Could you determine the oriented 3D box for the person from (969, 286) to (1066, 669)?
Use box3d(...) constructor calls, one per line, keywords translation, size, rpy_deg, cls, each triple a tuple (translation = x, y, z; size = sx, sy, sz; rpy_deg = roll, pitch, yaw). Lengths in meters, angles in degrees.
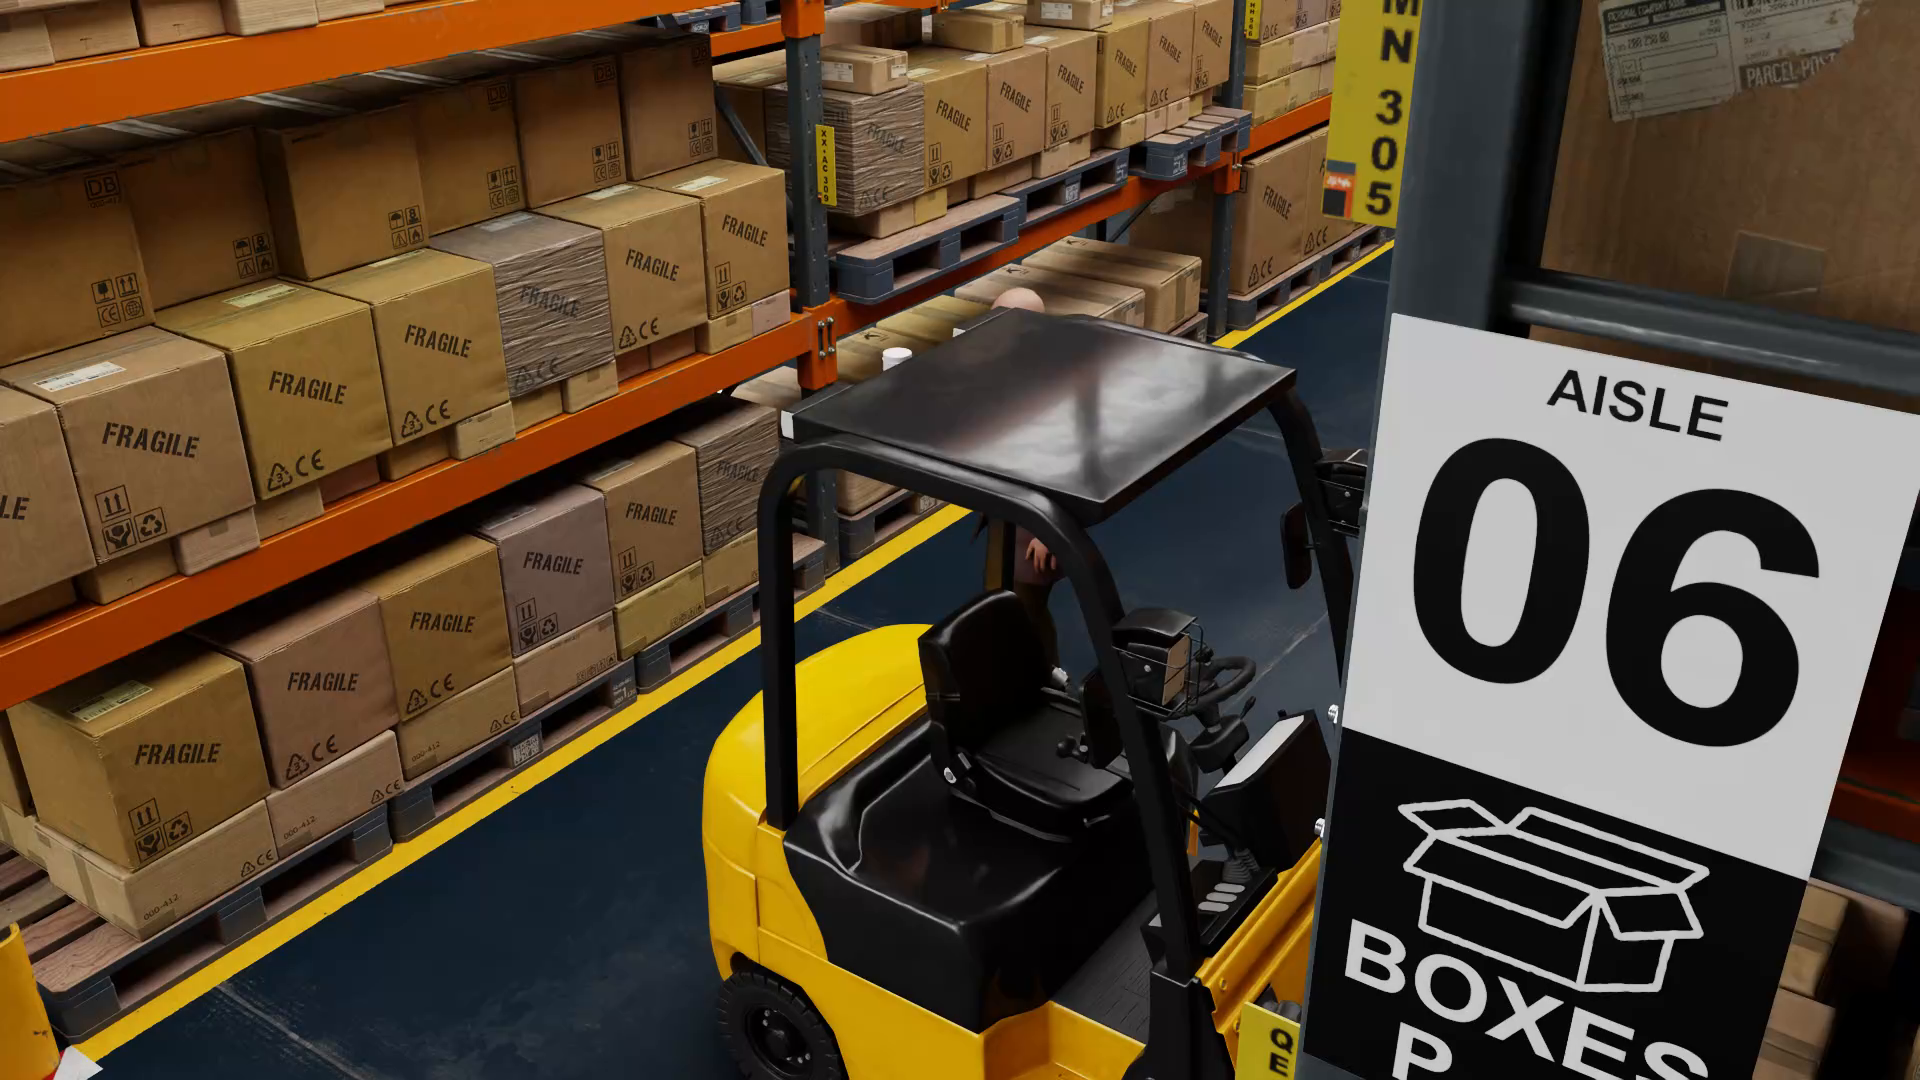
box3d(translation=(0.236, -0.128, 6.388), size=(0.422, 1.774, 0.642), rpy_deg=(-8, 28, -16), cls="person")
